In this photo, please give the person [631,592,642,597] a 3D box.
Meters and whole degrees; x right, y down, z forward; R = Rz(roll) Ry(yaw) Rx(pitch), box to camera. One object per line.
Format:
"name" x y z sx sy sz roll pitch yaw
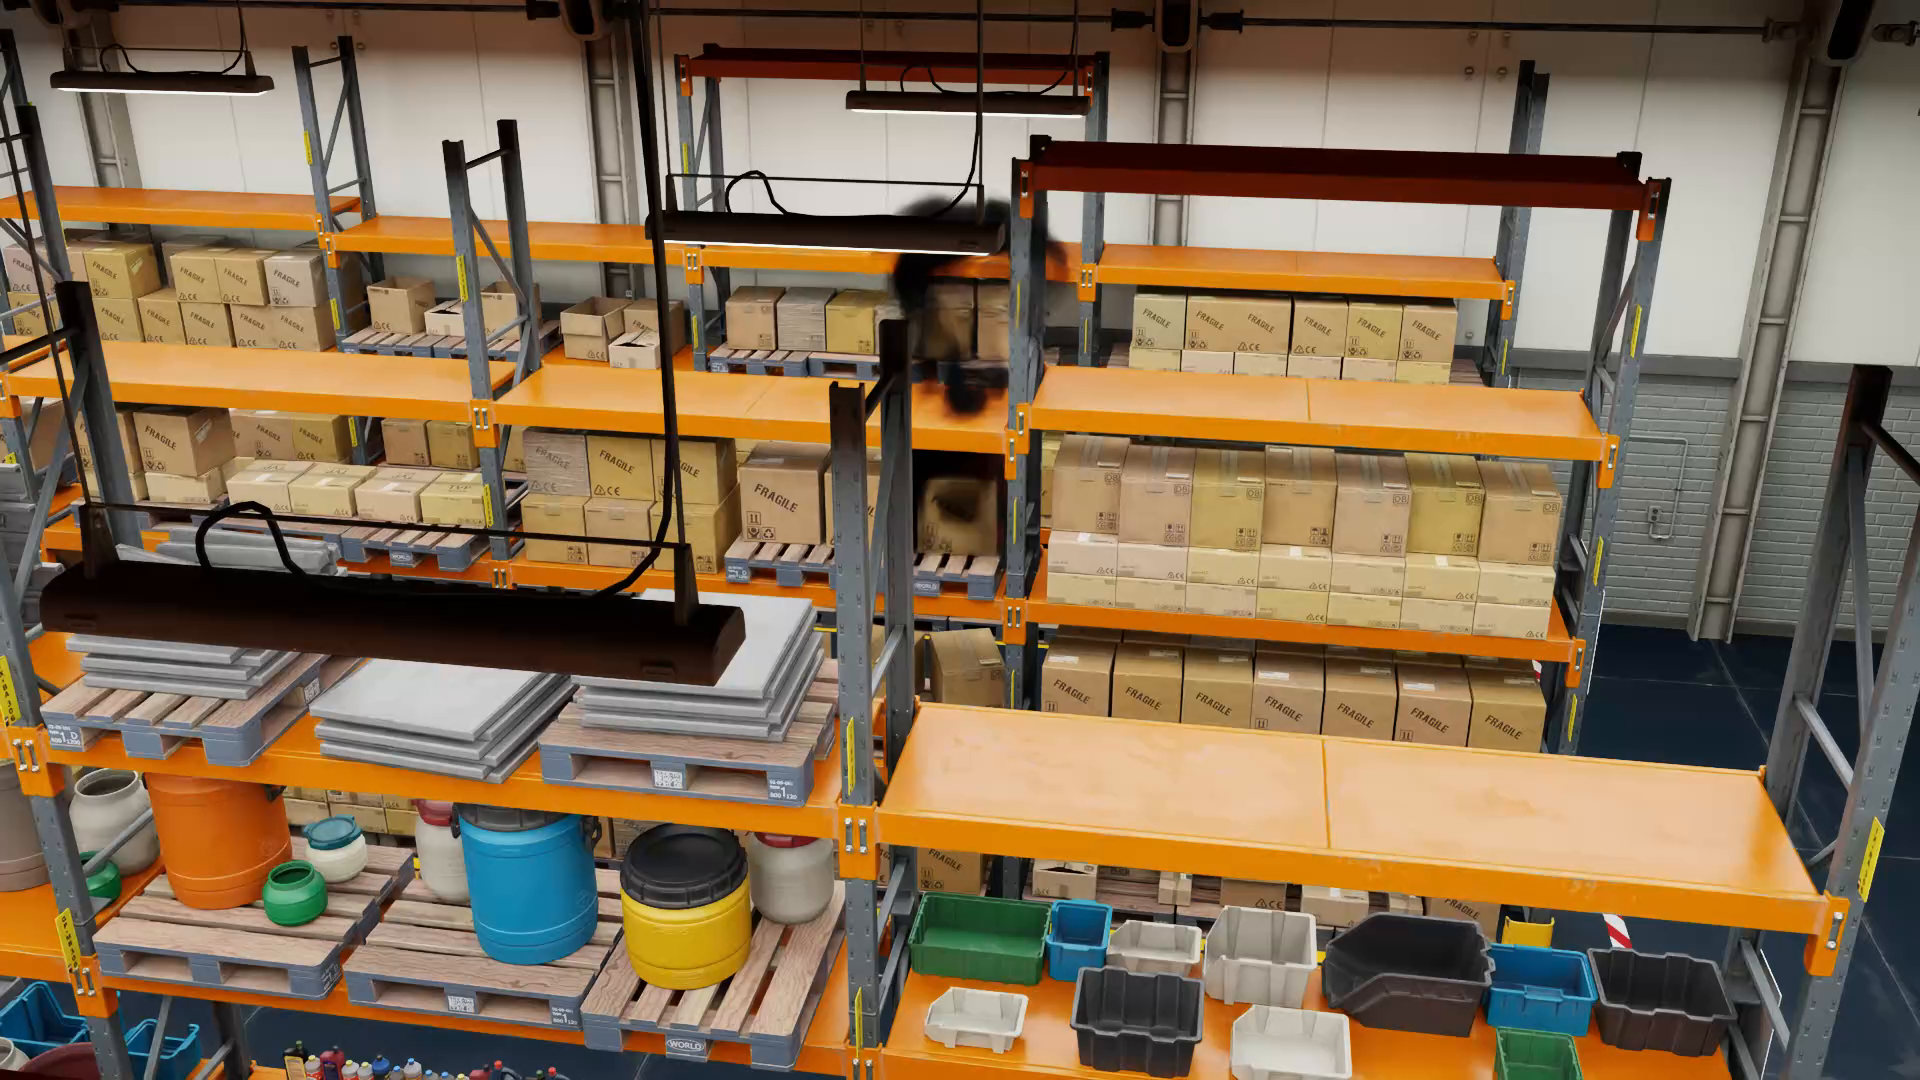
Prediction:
"person" -2.900 0.858 16.195 0.799 1.759 0.672 0 23 1
